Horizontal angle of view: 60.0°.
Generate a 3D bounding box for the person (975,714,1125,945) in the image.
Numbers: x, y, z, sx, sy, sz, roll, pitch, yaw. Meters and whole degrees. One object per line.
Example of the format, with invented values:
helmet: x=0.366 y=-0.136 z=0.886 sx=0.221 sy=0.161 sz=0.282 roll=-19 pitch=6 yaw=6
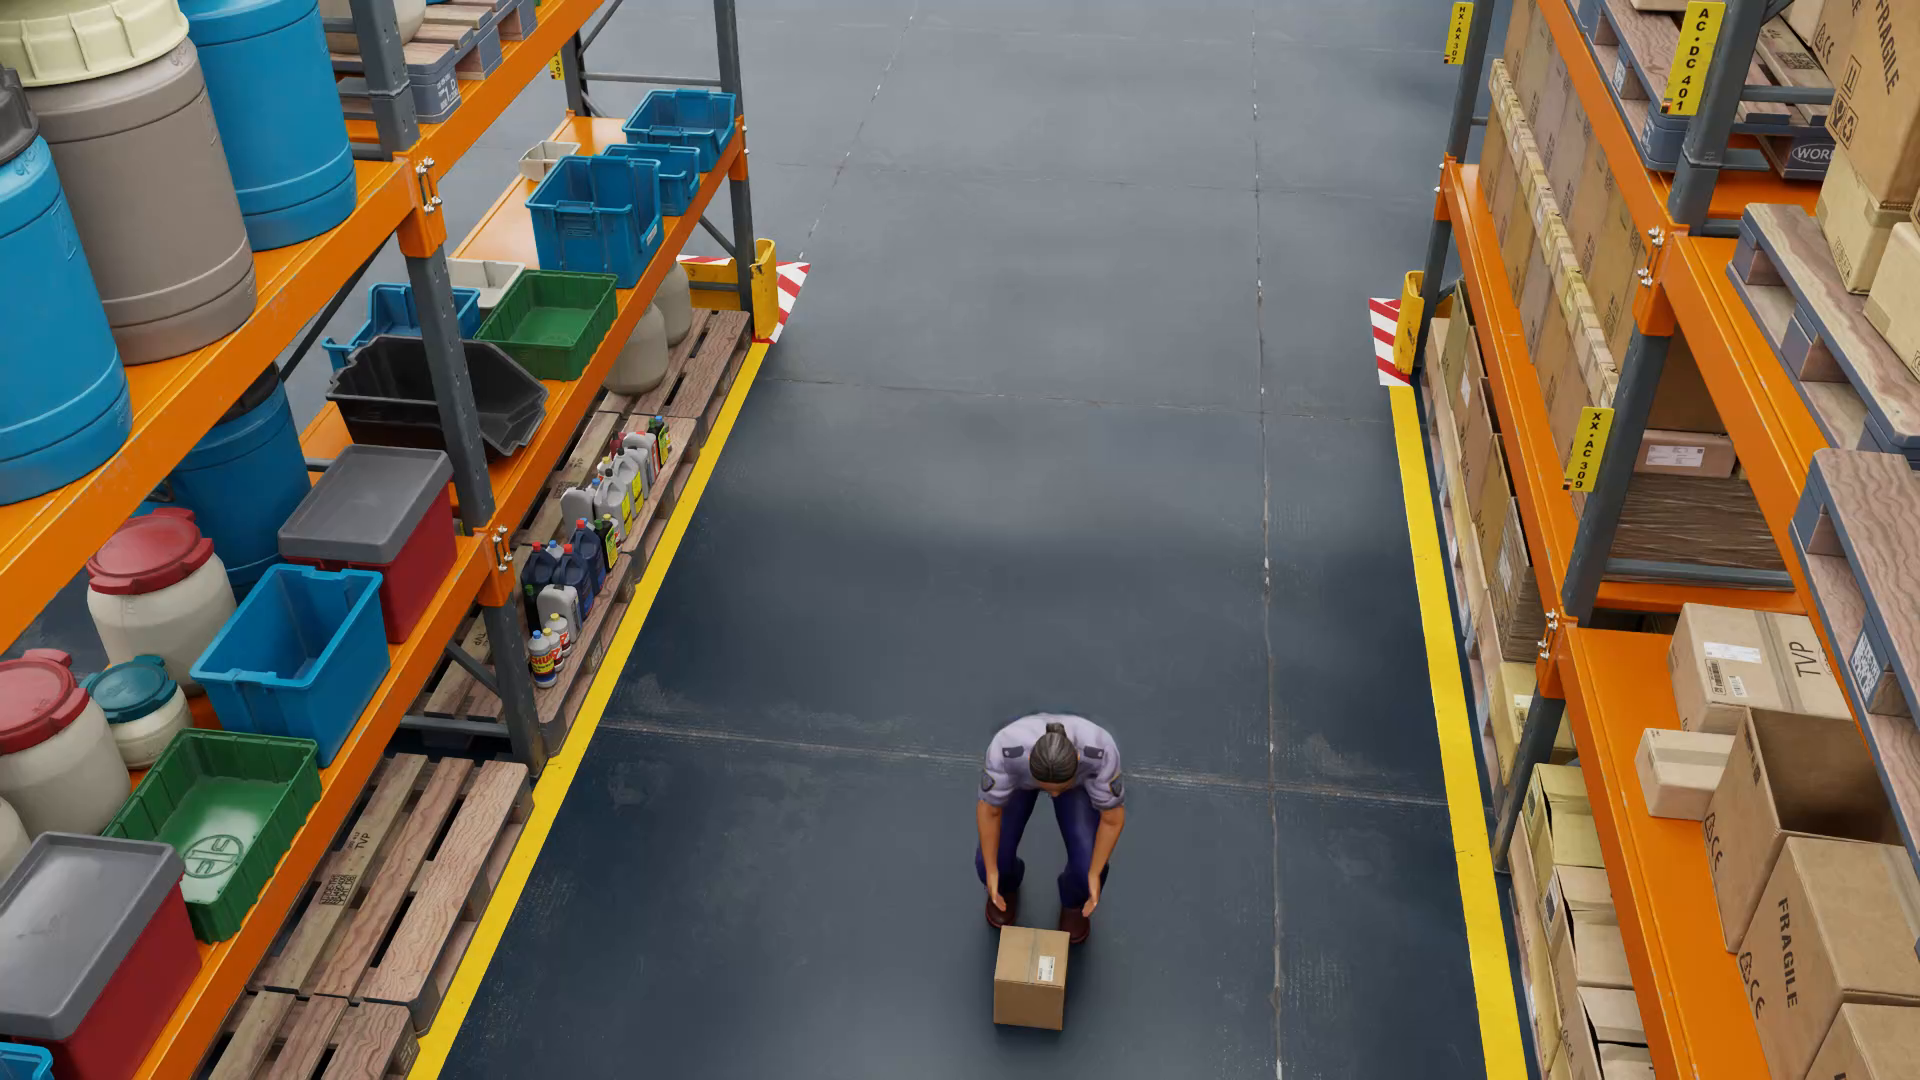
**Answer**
person: x=0.336 y=0.983 z=6.102 sx=0.539 sy=1.198 sz=0.742 roll=4 pitch=37 yaw=6
